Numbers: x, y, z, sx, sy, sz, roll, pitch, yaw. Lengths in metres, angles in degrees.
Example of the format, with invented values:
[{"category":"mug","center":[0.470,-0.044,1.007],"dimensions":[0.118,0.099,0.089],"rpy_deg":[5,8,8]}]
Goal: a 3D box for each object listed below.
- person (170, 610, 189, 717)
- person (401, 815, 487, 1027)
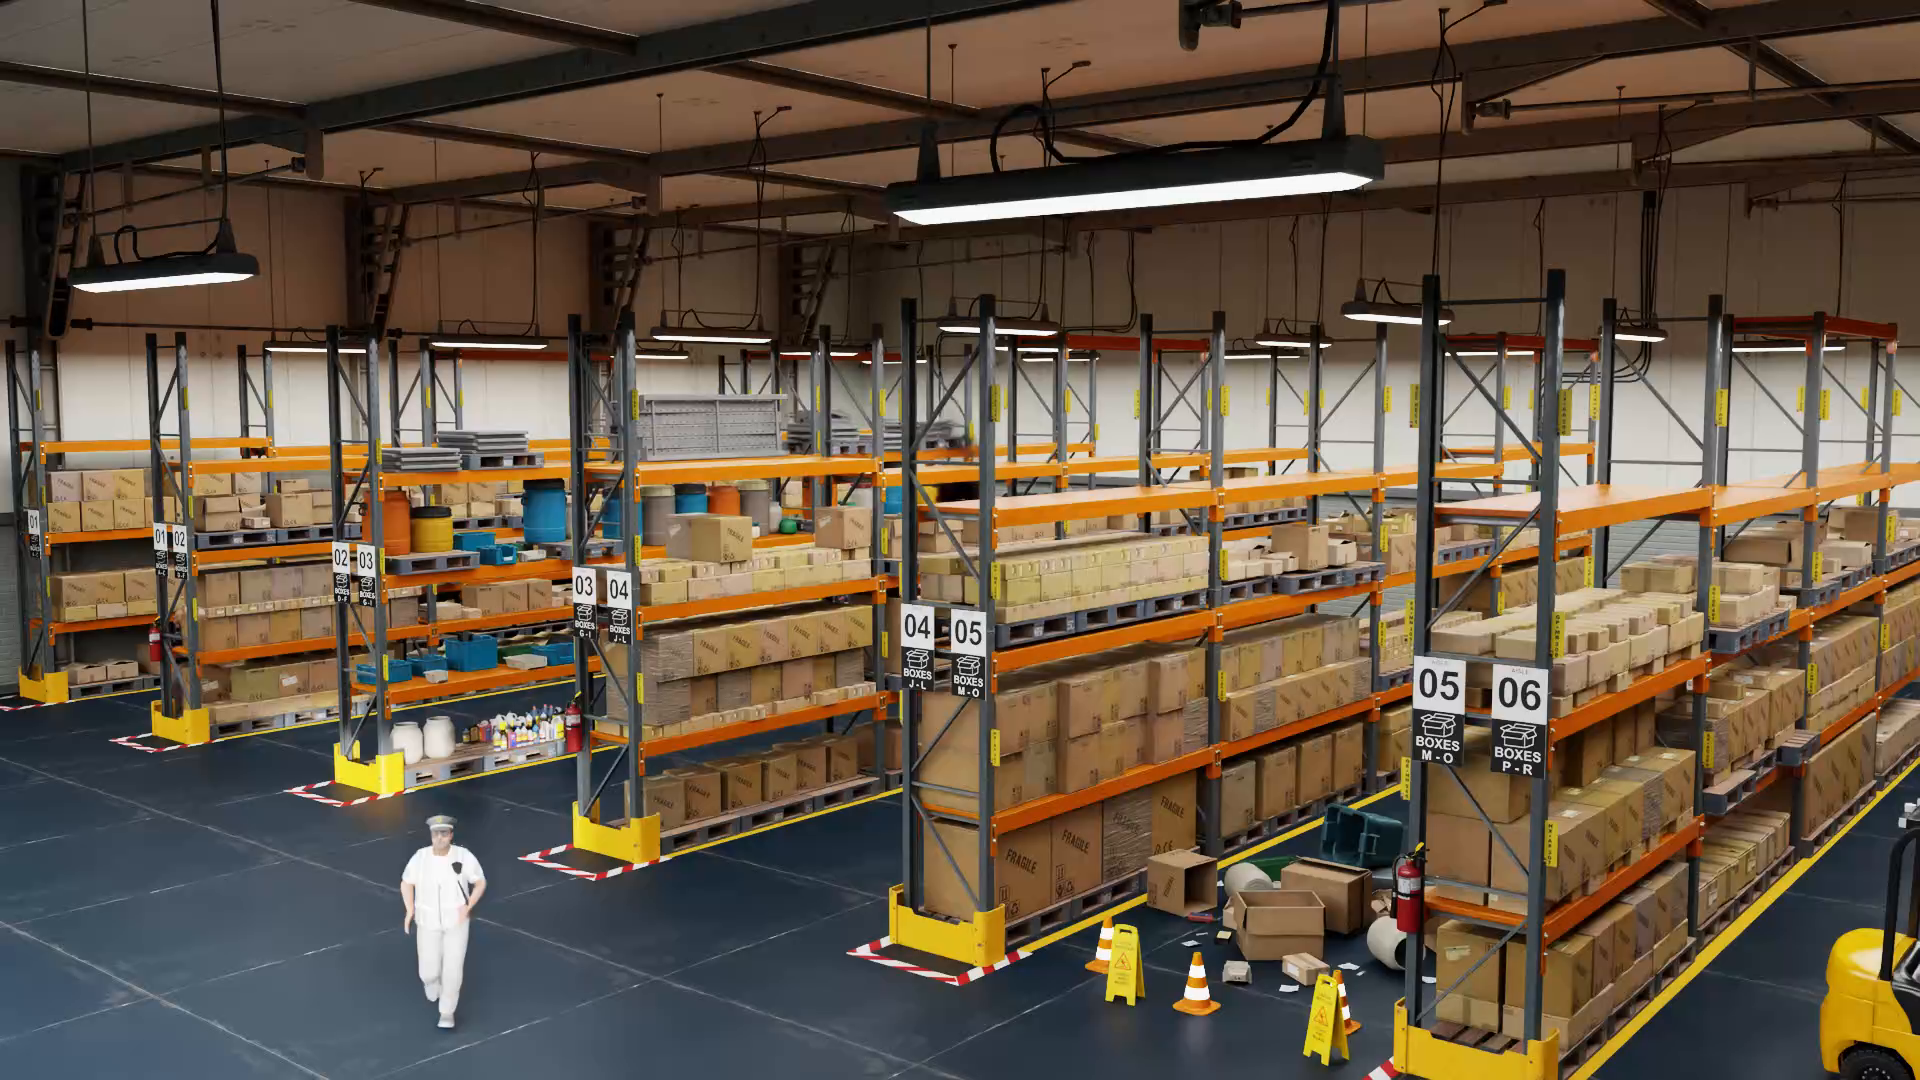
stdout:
[{"category":"person","center":[-12.221,1.958,26.284],"dimensions":[0.674,1.734,0.795],"rpy_deg":[5,7,42]},{"category":"person","center":[-4.222,3.088,13.577],"dimensions":[0.661,1.730,0.591],"rpy_deg":[-1,5,-13]}]
